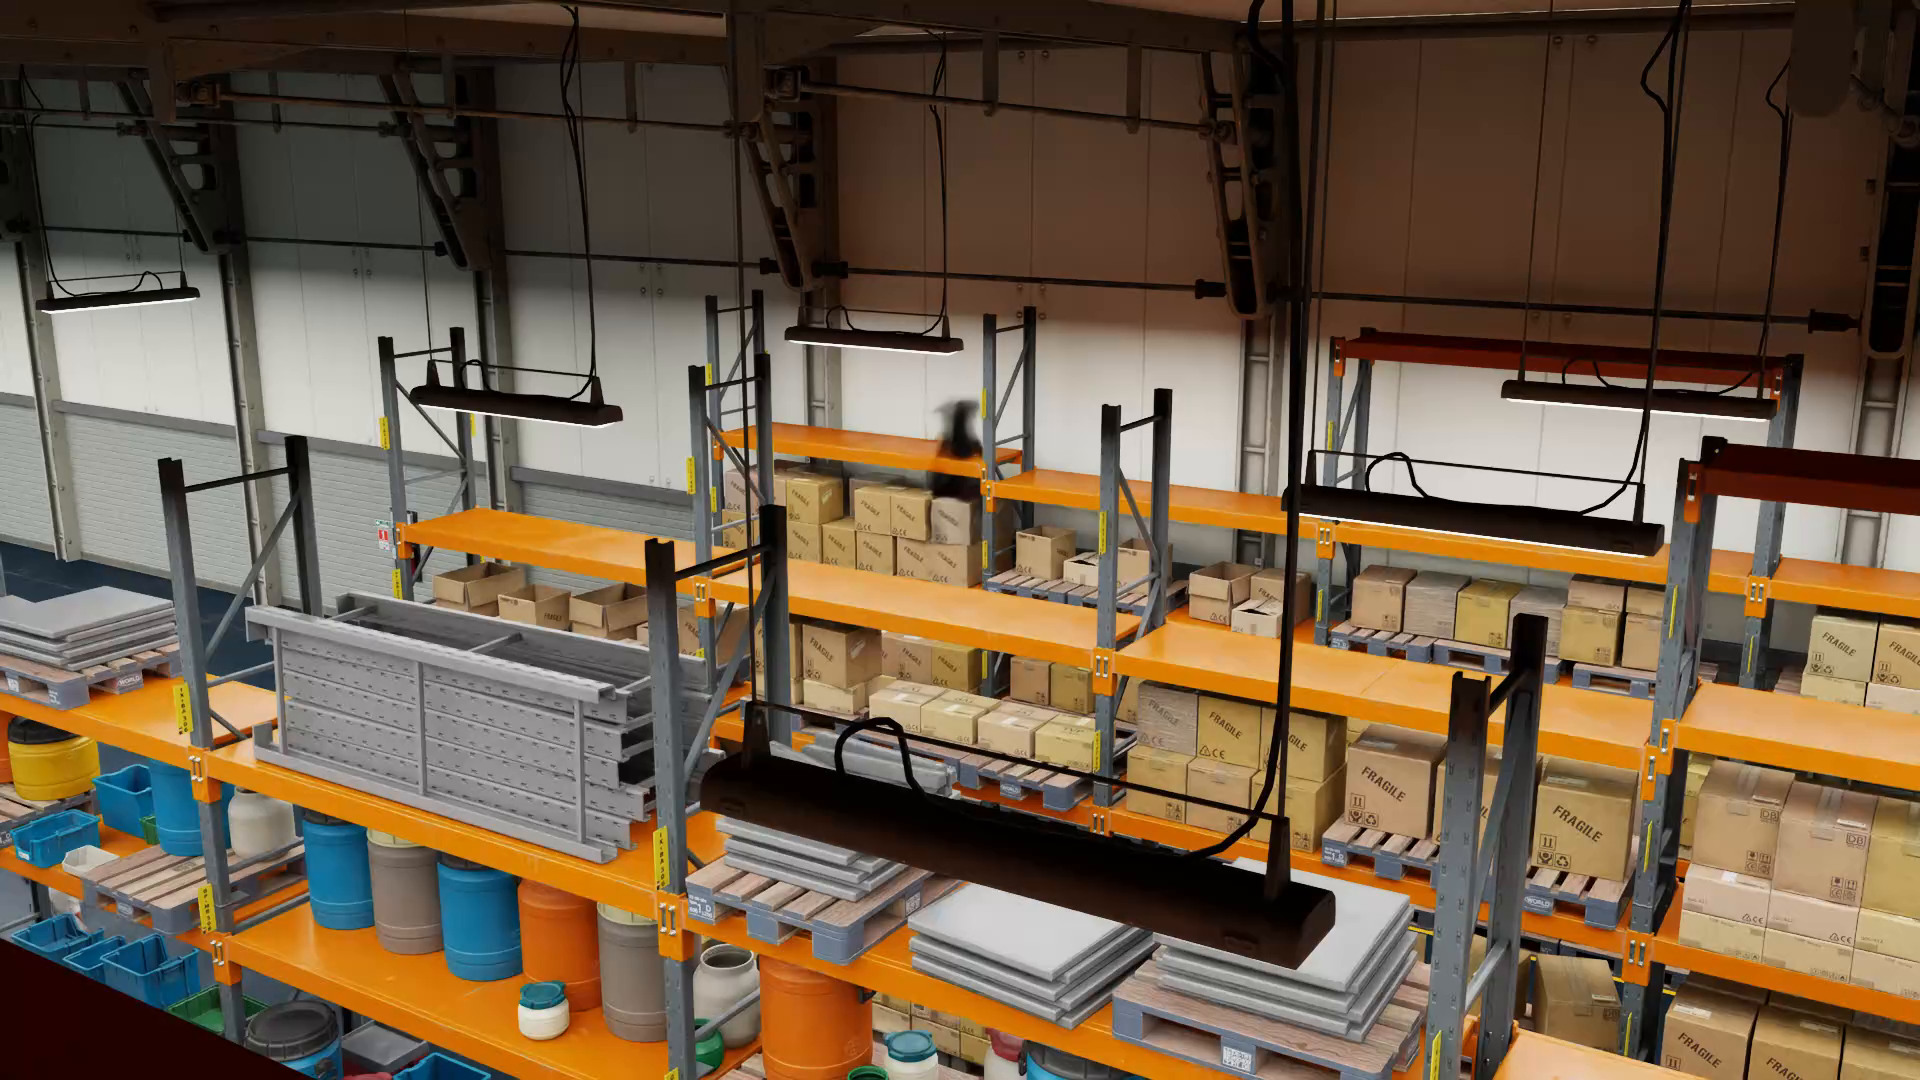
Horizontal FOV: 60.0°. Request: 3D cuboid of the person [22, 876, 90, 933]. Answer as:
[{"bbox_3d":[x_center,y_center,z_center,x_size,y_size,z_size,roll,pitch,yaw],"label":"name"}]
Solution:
[{"bbox_3d":[-8.159,3.631,15.227,0.565,1.562,0.548,-2,14,-10],"label":"person"}]
